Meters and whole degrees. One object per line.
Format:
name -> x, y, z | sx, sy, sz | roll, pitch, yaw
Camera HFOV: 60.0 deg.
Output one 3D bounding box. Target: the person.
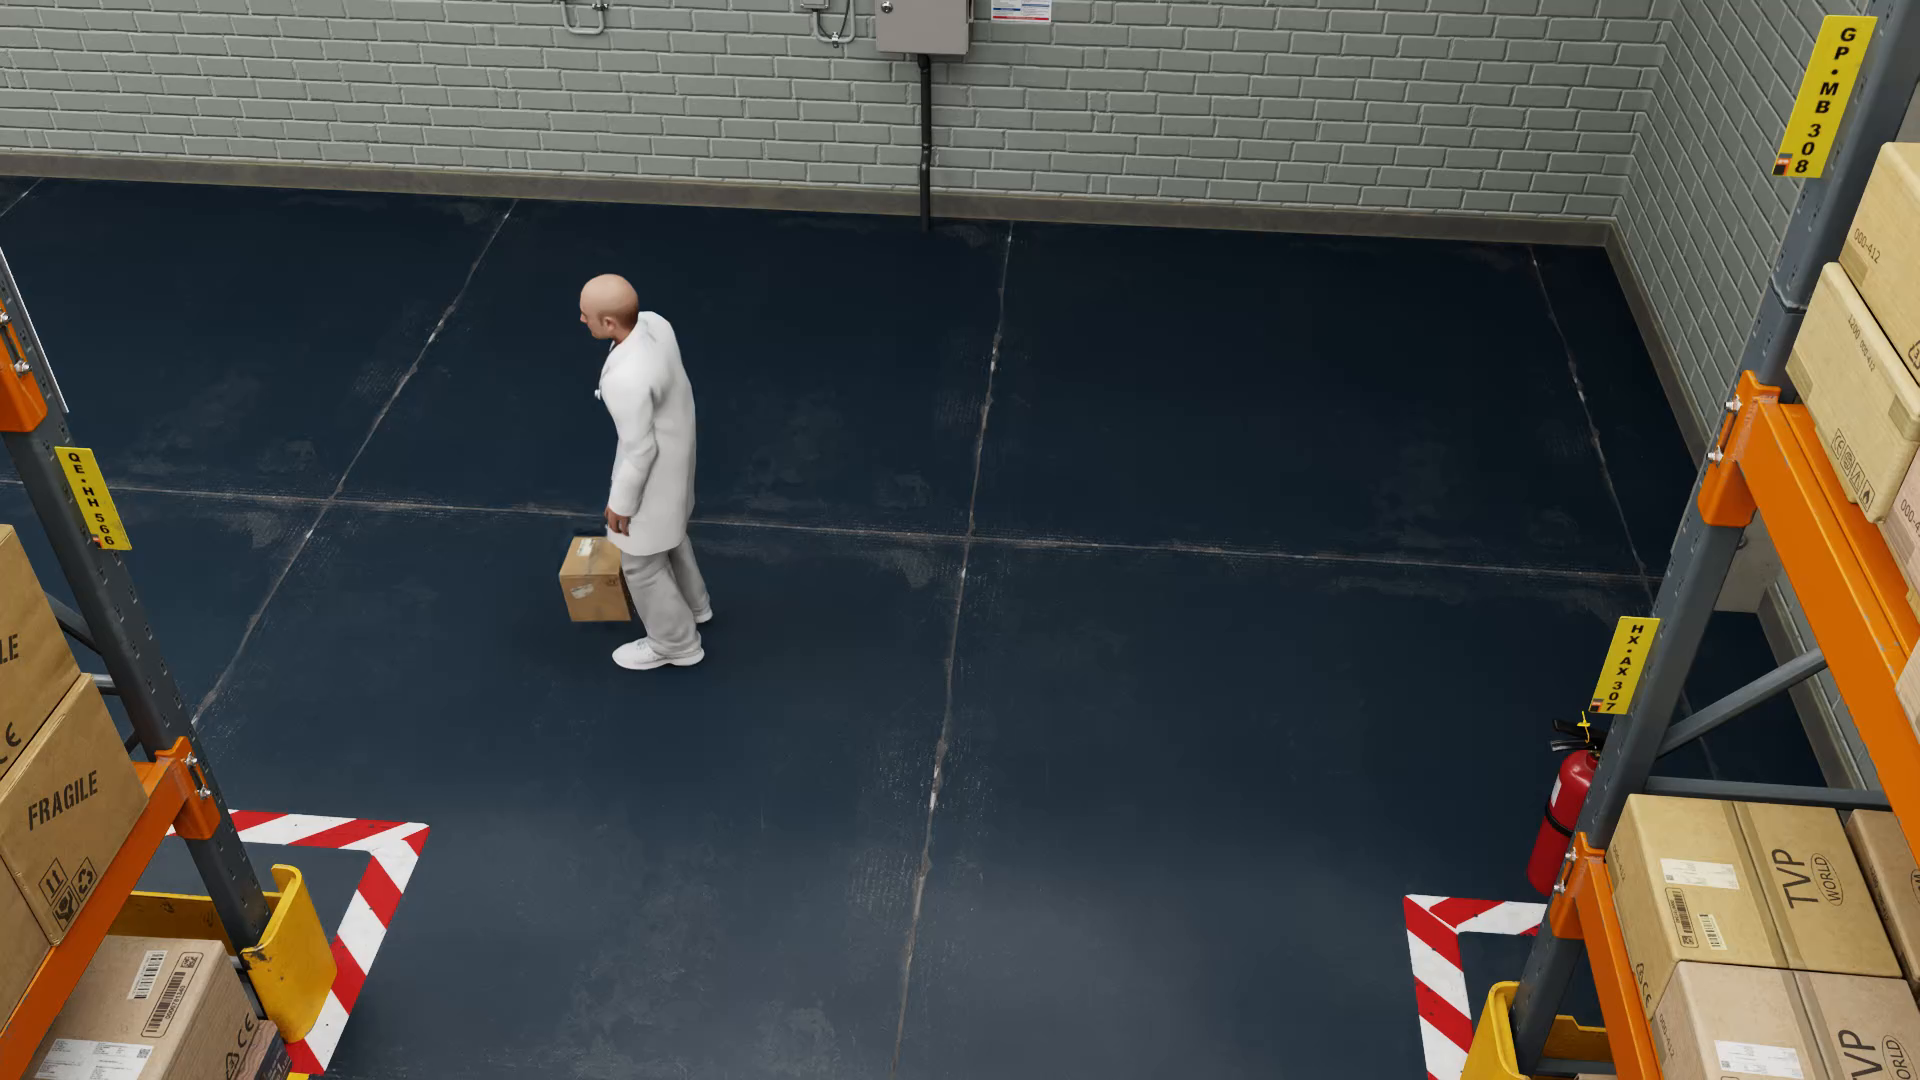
person -> -1.224, -0.258, 6.479 | 0.425, 1.776, 0.601 | 2, 40, 2
